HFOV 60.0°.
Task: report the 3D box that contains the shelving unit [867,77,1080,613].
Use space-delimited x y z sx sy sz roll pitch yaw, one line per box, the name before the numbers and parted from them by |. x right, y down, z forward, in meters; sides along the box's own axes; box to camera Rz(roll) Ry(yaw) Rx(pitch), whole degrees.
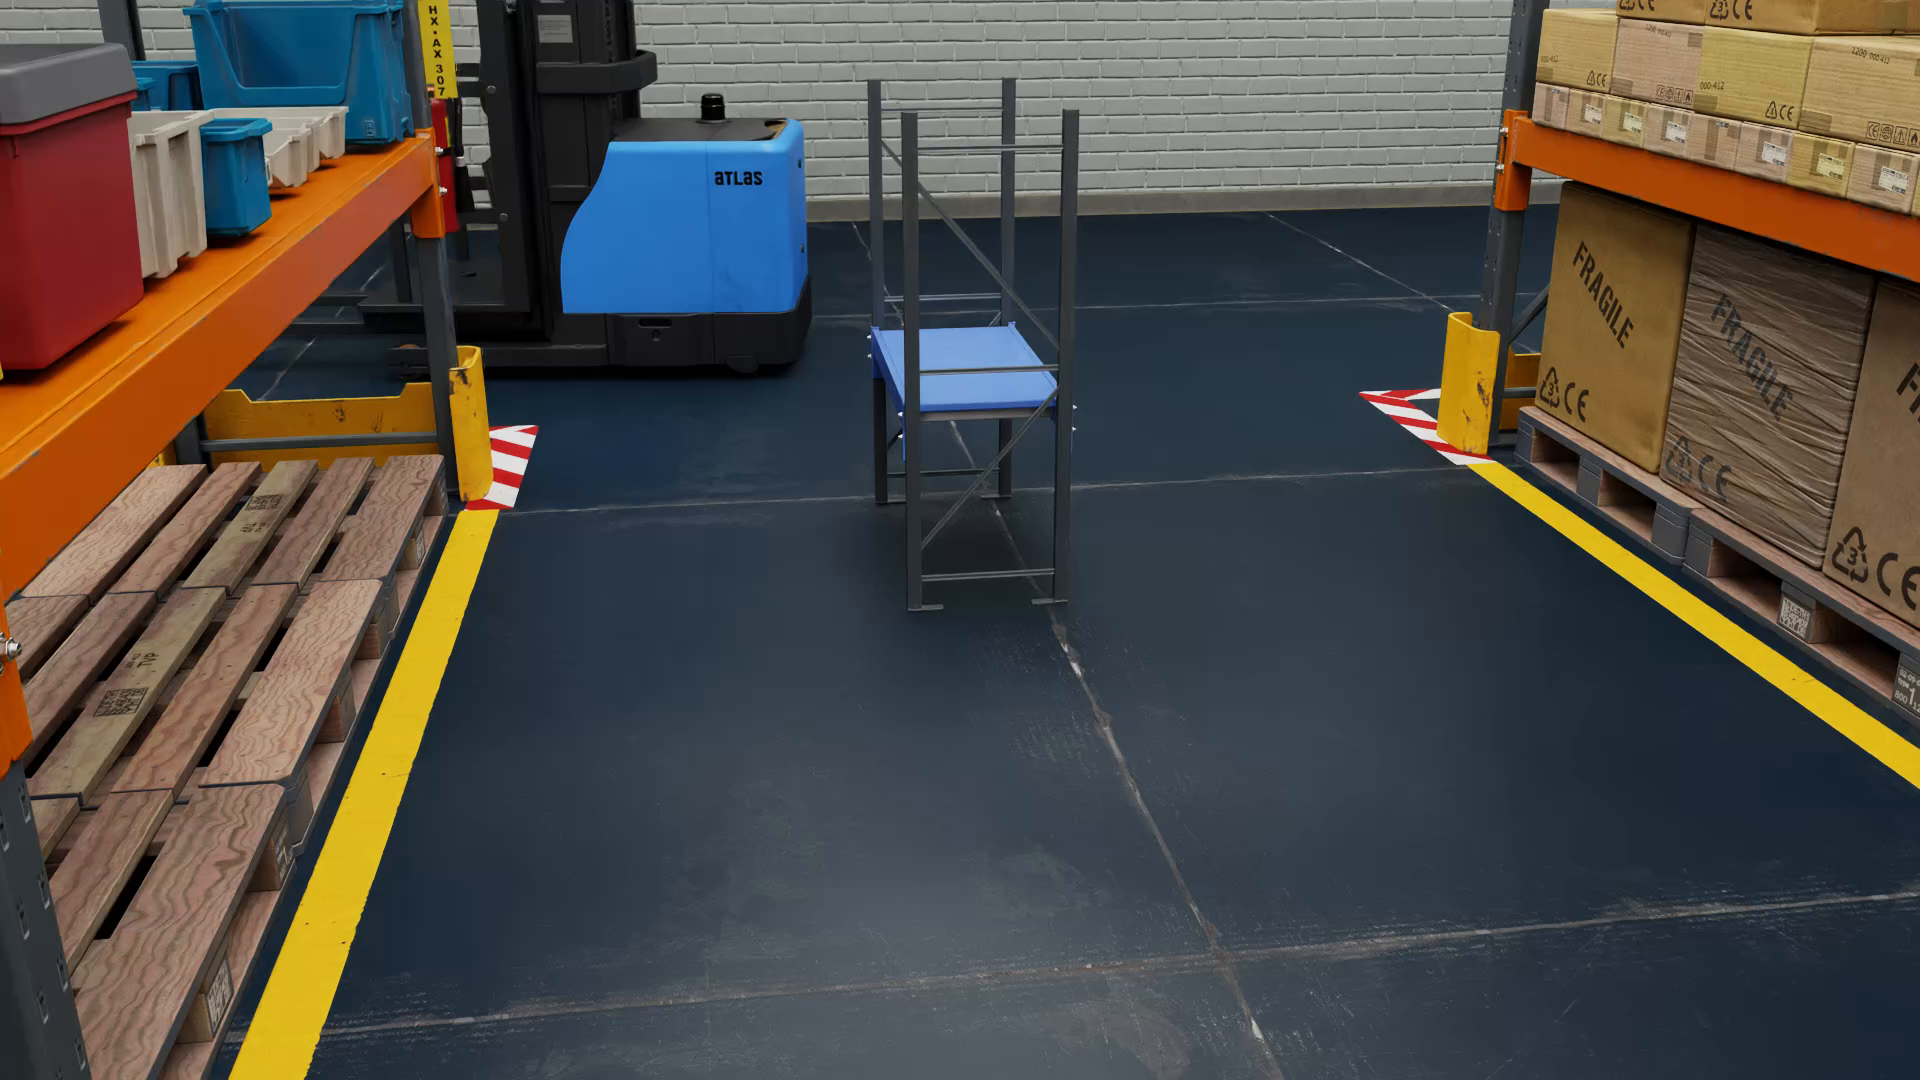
shelving unit | 0.012 -0.673 5.375 0.538 1.500 1.048 -3 21 -8

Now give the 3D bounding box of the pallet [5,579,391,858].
pallet | -2.078 0.444 4.226 1.003 0.211 1.213 -3 21 -8

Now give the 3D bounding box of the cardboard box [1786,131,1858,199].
cardboard box | 2.518 -1.031 4.550 0.380 0.149 0.250 -3 21 -9

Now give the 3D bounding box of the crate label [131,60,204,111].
crate label | -2.621 -1.419 5.382 0.416 0.233 0.303 -3 21 -8

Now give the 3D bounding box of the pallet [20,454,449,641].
pallet | -2.250 0.022 5.354 1.003 0.211 1.213 -3 21 -8

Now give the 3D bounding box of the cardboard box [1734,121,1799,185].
cardboard box | 2.483 -1.119 4.784 0.380 0.149 0.250 -3 21 -8

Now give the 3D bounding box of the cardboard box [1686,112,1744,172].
cardboard box | 2.445 -1.208 5.023 0.380 0.149 0.250 -3 21 -9

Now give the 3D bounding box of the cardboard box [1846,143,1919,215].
cardboard box | 2.558 -0.941 4.307 0.380 0.149 0.250 -3 21 -7

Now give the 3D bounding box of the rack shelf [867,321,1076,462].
rack shelf | 0.012 -0.505 5.438 0.538 0.185 1.000 -3 21 -8

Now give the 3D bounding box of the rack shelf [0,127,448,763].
rack shelf | -2.042 -0.542 3.908 1.077 0.370 4.000 -3 21 -8

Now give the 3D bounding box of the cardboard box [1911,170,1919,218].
cardboard box | 2.593 -0.852 4.071 0.380 0.149 0.250 -3 21 -9

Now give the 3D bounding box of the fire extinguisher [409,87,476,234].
fire extinguisher | -1.903 -1.436 5.916 0.296 0.674 0.183 -3 21 -8

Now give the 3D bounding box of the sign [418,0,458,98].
sign | -1.789 -1.681 5.697 0.100 0.325 0.005 -3 21 -8

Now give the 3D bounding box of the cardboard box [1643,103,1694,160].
cardboard box | 2.410 -1.296 5.259 0.380 0.149 0.250 -3 21 -9

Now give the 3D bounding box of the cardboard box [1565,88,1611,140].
cardboard box | 2.334 -1.475 5.738 0.380 0.149 0.250 -3 21 -9

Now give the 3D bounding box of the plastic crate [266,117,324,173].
plastic crate | -2.006 -1.102 4.670 0.396 0.136 0.243 -3 21 -8

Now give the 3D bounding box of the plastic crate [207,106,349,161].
plastic crate | -2.034 -1.203 4.940 0.396 0.136 0.243 -3 21 -8

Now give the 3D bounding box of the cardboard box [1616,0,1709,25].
cardboard box | 2.445 -1.889 5.203 0.500 0.500 0.500 -3 21 -9

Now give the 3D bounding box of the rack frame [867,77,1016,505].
rack frame | -0.061 -0.849 5.846 0.500 1.500 0.032 -3 21 -8

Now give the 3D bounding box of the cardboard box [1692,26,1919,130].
cardboard box | 2.523 -1.357 4.850 0.500 0.250 0.500 -4 21 -10

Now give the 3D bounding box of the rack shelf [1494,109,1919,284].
rack shelf | 2.859 -0.792 4.577 1.077 0.370 4.000 -3 21 -8

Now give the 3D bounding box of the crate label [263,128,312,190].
crate label | -1.942 -1.006 4.415 0.396 0.136 0.243 -3 21 -8

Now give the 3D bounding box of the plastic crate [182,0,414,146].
plastic crate | -2.098 -1.509 5.334 0.616 0.435 0.499 -3 21 -8

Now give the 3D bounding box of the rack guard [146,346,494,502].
rack guard | -2.347 -0.408 6.094 1.175 0.500 0.348 -3 21 -8

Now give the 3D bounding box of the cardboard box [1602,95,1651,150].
cardboard box | 2.371 -1.387 5.500 0.380 0.149 0.250 -3 21 -9

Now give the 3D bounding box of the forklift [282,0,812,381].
forklift | -2.274 -2.296 7.675 3.031 2.935 1.130 0 20 -1

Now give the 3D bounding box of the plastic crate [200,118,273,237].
plastic crate | -1.781 -0.823 3.786 0.416 0.233 0.300 -3 21 -8

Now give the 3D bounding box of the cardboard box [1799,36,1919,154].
cardboard box | 2.603 -1.176 4.368 0.500 0.250 0.500 -3 21 -9

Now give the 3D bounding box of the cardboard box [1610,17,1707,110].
cardboard box | 2.454 -1.531 5.317 0.500 0.250 0.500 -3 21 -8

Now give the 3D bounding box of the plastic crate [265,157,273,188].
plastic crate | -1.881 -0.905 4.143 0.298 0.136 0.250 -3 21 -8

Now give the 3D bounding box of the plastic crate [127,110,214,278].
plastic crate | -1.792 -0.697 3.379 0.437 0.282 0.530 -3 21 -8

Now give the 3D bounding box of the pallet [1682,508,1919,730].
pallet | 2.936 0.180 4.934 1.003 0.211 1.213 -3 21 -8

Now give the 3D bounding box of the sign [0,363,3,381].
sign | -1.209 -0.343 1.952 0.100 0.325 0.005 -3 21 -8

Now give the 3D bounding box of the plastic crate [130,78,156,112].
plastic crate | -2.526 -1.191 4.771 0.416 0.233 0.300 -3 21 -8

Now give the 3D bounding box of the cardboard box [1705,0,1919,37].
cardboard box | 2.525 -1.710 4.724 0.500 0.500 0.500 -3 21 -9

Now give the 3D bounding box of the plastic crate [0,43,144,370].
plastic crate | -1.635 -0.566 2.768 0.402 0.464 0.583 -3 21 -8

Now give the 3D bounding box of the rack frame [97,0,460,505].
rack frame | -2.331 -1.571 5.636 1.000 3.000 0.127 -3 21 -8

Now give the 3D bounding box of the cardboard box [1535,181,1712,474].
cardboard box | 2.742 -0.805 6.021 0.875 0.875 0.875 -3 21 -8

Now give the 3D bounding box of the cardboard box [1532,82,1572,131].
cardboard box | 2.295 -1.564 5.975 0.380 0.149 0.250 -3 21 -7

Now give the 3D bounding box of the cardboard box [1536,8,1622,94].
cardboard box | 2.373 -1.710 5.798 0.500 0.250 0.500 -3 21 -9

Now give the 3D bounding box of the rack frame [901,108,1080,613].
rack frame | 0.086 -0.497 4.903 0.500 1.500 0.032 -3 21 -8

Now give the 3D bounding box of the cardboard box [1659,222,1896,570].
cardboard box | 2.873 -0.490 5.177 0.875 0.875 0.875 -3 21 -8

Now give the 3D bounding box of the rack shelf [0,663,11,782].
rack shelf | -1.466 0.843 0.200 1.077 0.370 4.000 -3 21 -8

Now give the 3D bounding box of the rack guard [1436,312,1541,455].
rack guard | 2.567 -0.658 6.765 1.175 0.500 0.348 -3 21 -8

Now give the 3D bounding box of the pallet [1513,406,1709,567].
pallet | 2.763 -0.242 6.062 1.003 0.211 1.213 -3 21 -8

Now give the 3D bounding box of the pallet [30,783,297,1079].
pallet | -1.898 0.867 3.092 1.003 0.211 1.213 -3 21 -8

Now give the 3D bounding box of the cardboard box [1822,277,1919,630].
cardboard box | 3.001 -0.182 4.352 0.875 0.875 0.875 -3 21 -8

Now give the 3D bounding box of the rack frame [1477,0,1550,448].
rack frame | 2.571 -1.821 6.305 1.000 3.000 0.127 -3 21 -8
